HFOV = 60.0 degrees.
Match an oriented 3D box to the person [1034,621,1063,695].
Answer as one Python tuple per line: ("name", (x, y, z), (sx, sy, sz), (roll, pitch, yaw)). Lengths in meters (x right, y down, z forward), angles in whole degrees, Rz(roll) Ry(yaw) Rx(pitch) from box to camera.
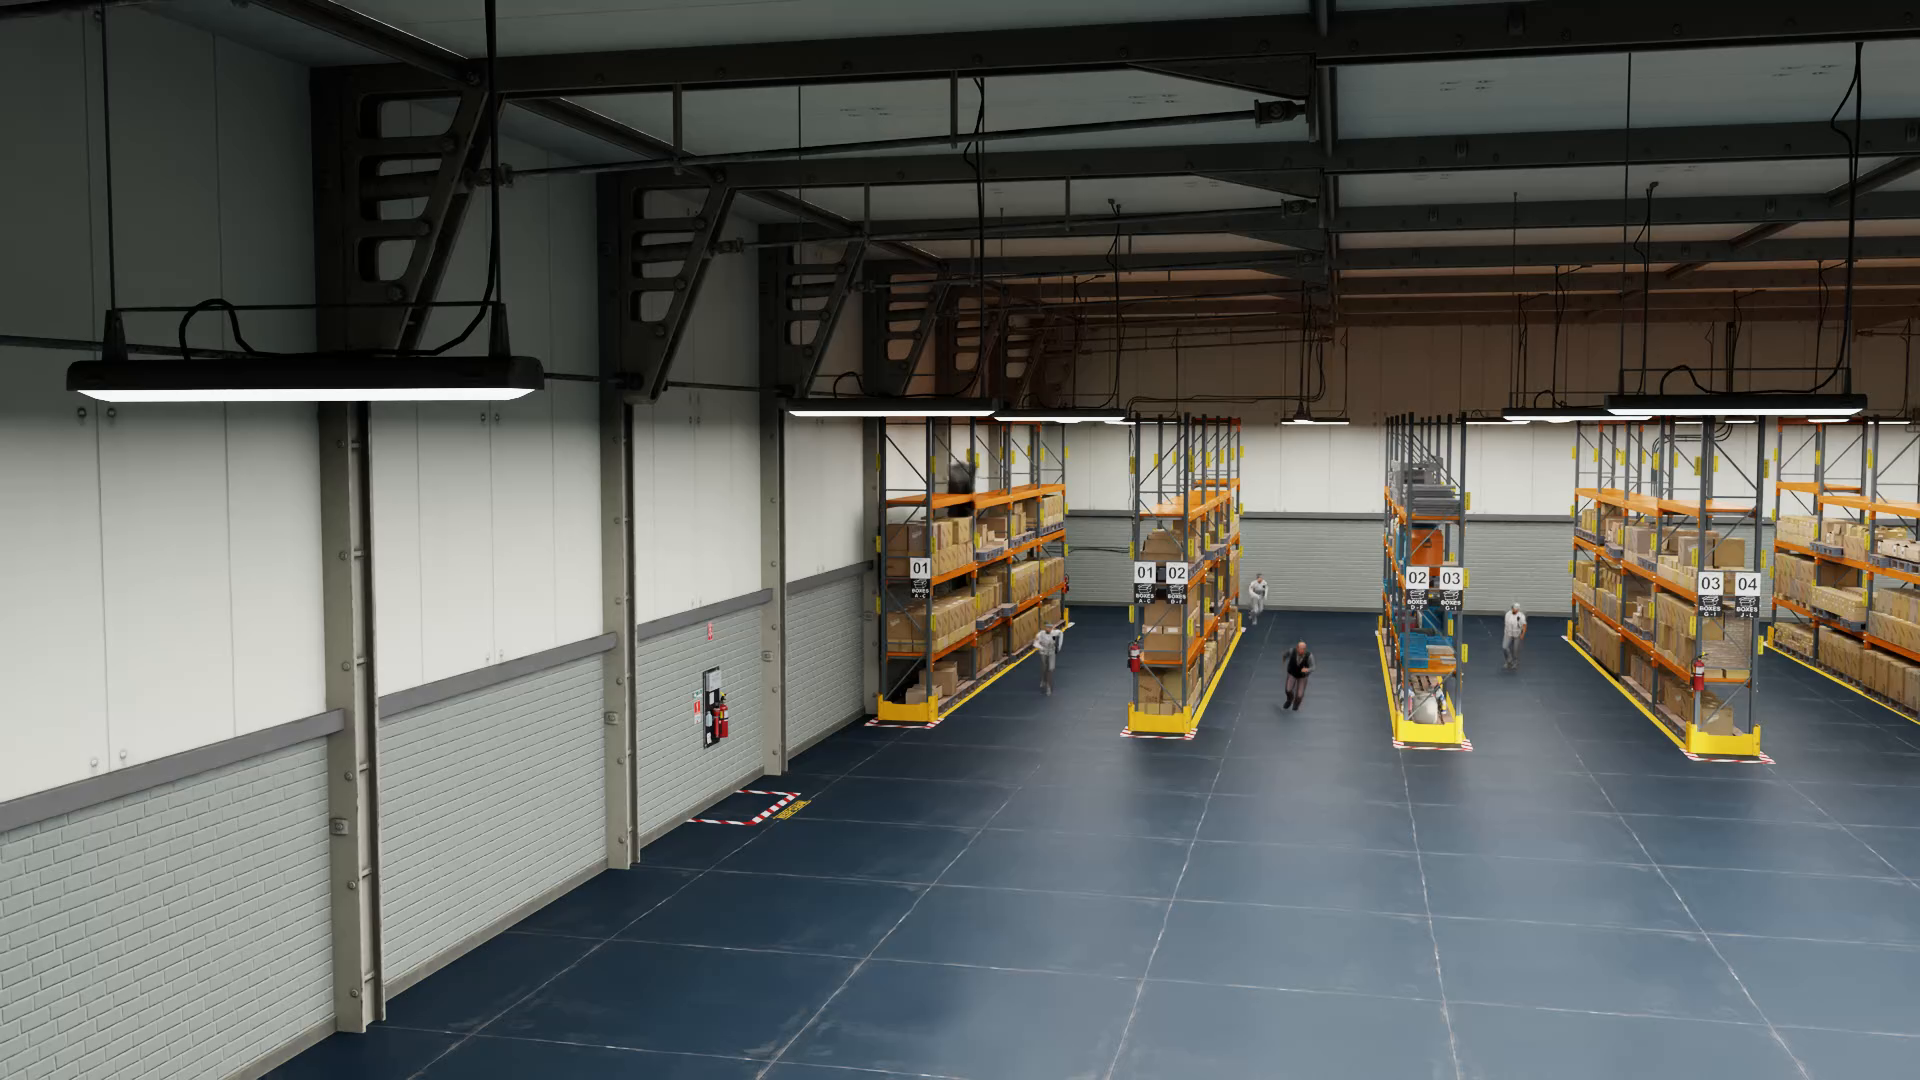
("person", (1.896, 2.517, 35.974), (0.662, 1.639, 0.944), (0, 4, -5))

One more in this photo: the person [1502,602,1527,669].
("person", (13.107, 2.253, 39.289), (0.587, 1.602, 0.729), (2, 4, 26))

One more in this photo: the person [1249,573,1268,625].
("person", (8.632, 1.704, 48.059), (0.641, 1.534, 0.692), (-1, 4, -17))

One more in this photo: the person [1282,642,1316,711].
("person", (6.759, 2.729, 33.198), (0.663, 1.466, 0.990), (1, 4, 12))
